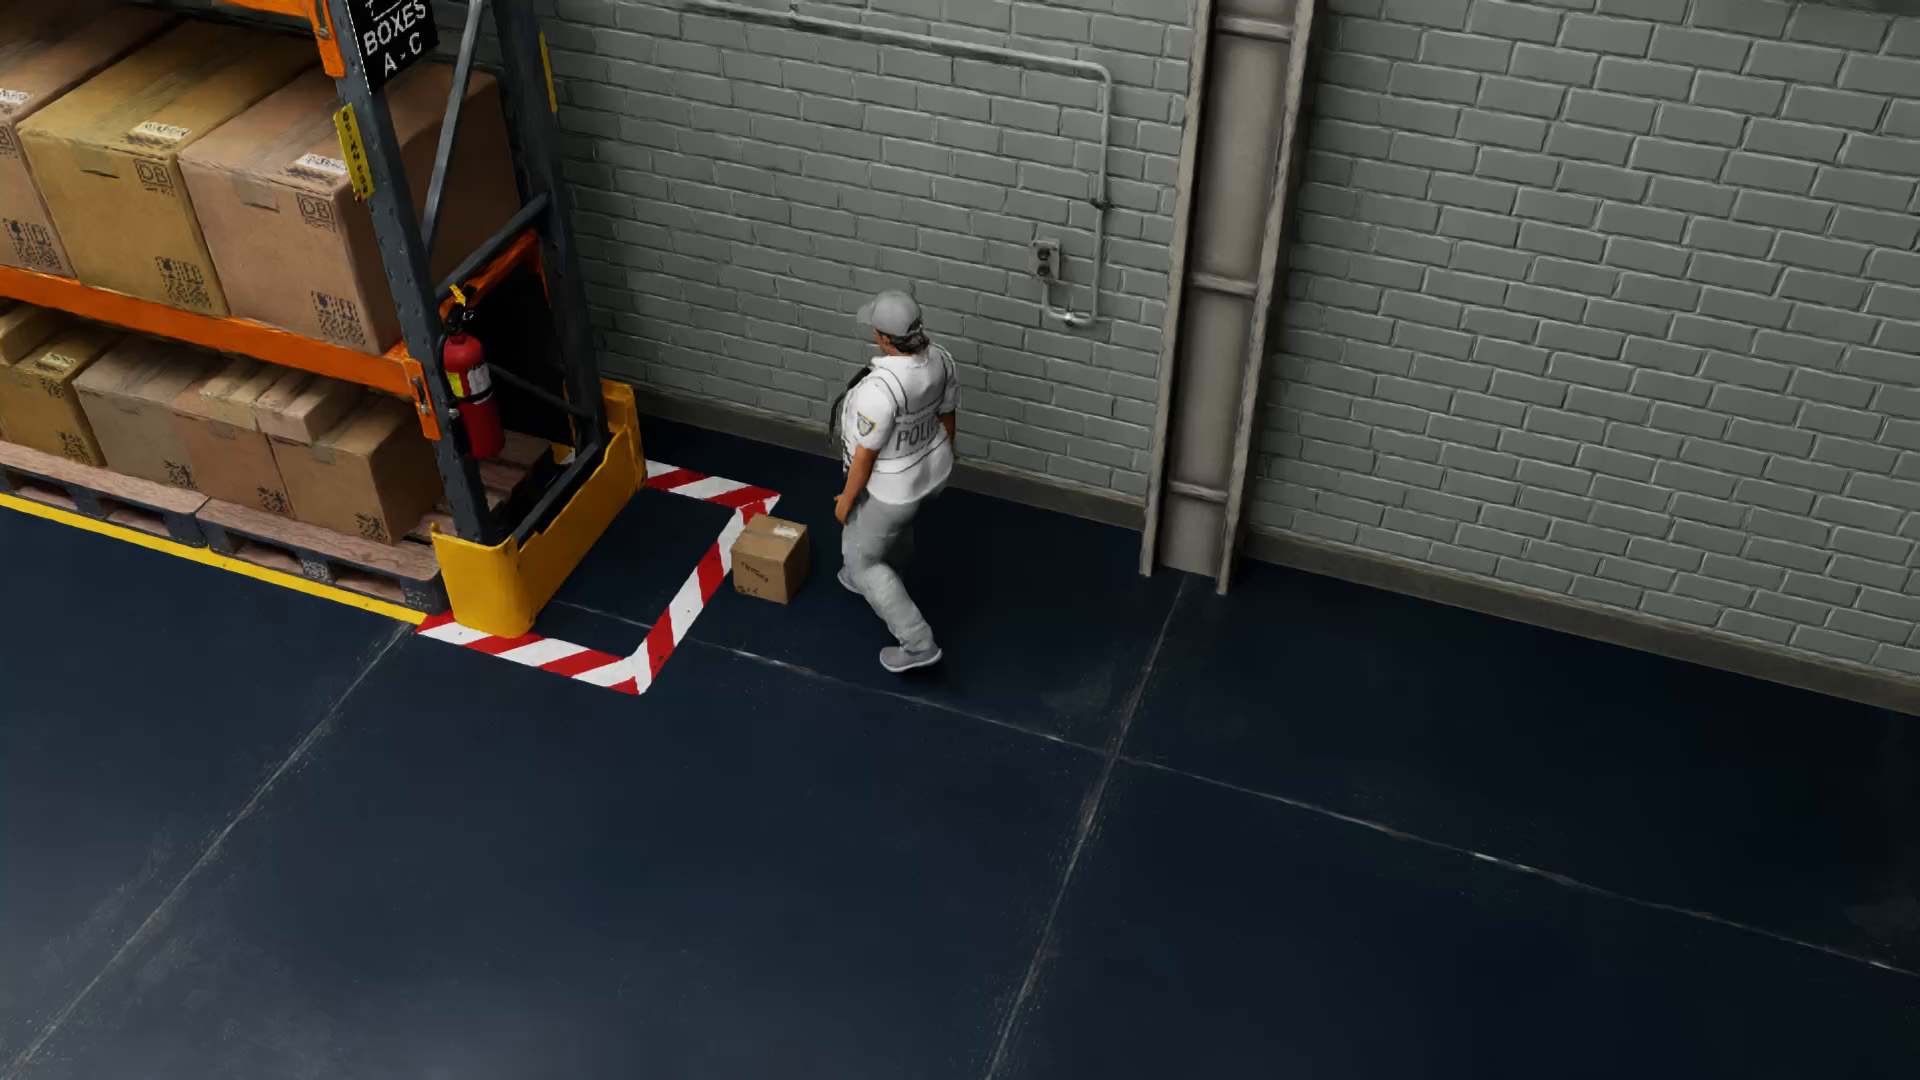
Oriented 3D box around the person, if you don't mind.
[{"bbox_3d":[-0.275,-0.255,6.423,0.736,1.649,0.506,27,48,27],"label":"person"}]
